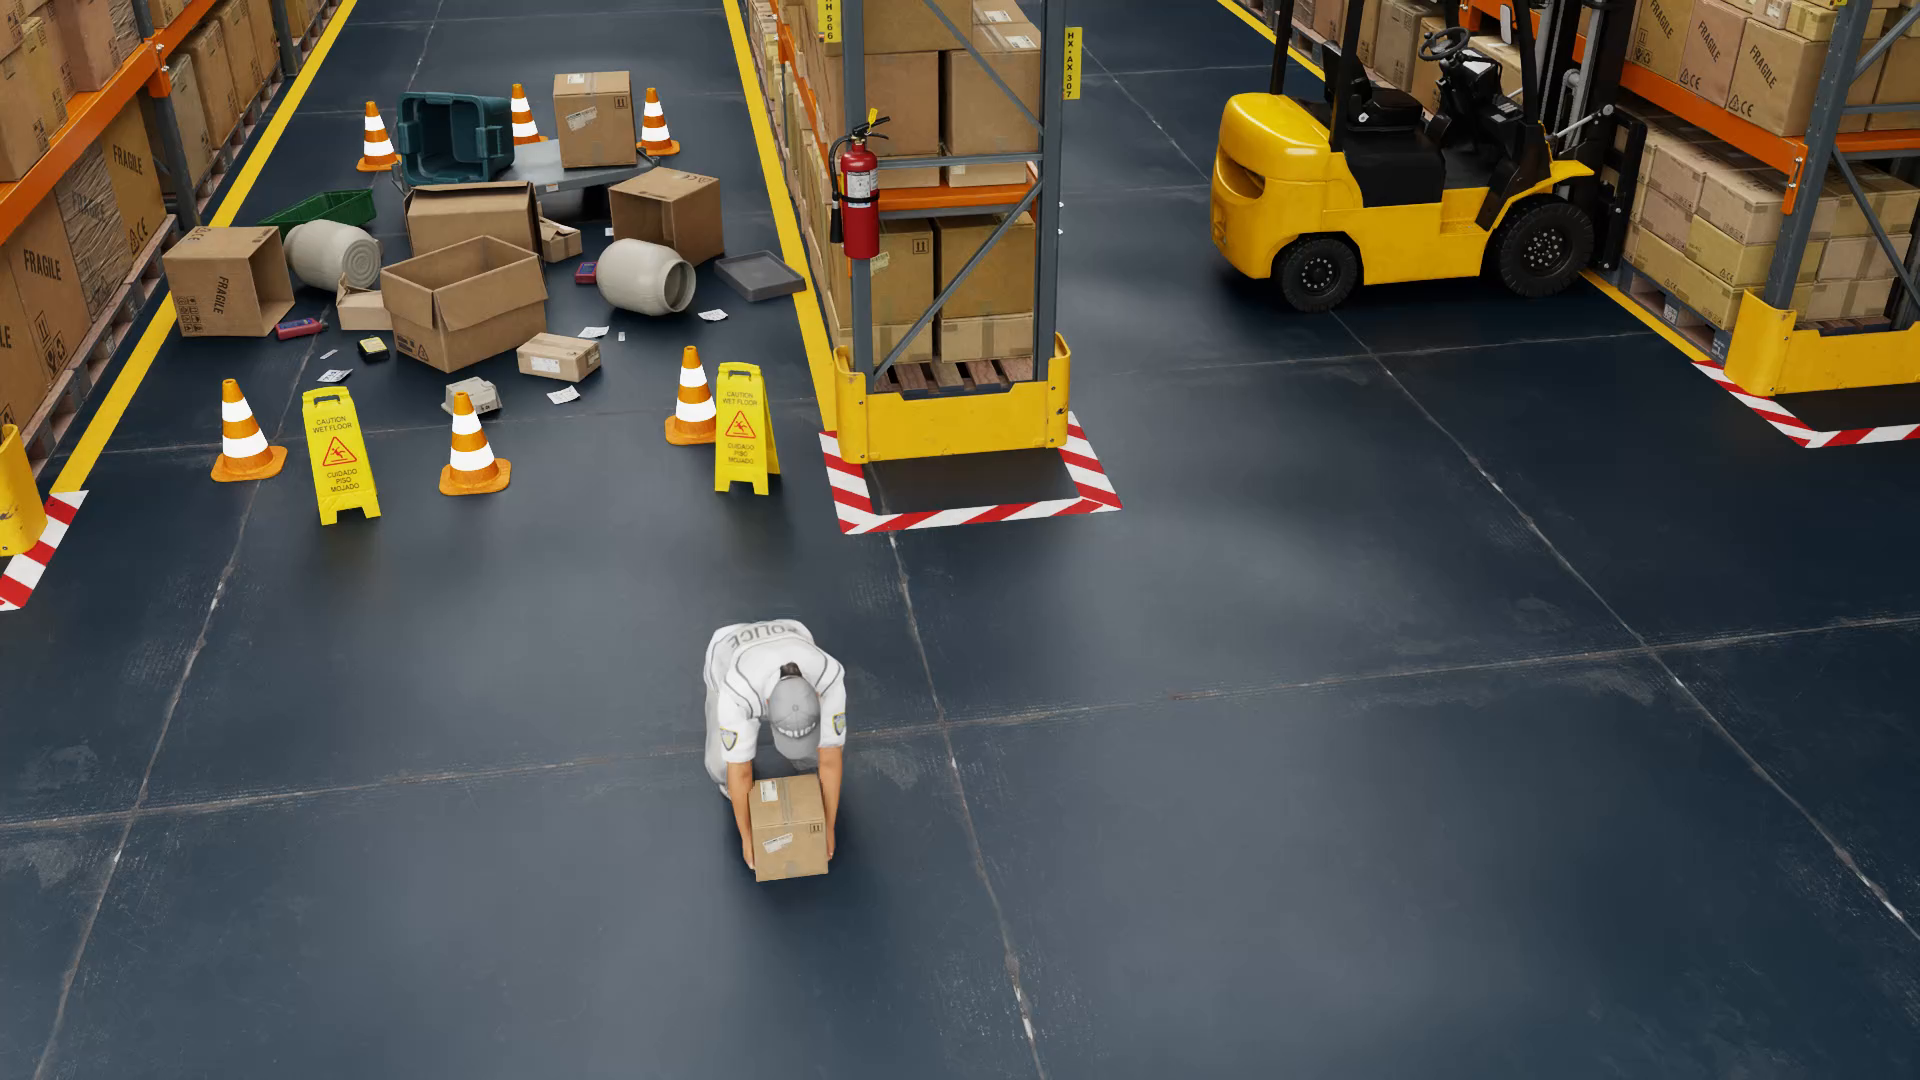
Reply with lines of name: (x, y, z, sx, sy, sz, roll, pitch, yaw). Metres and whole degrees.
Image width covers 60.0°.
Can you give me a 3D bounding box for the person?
person: (-0.671, 0.648, 5.976, 0.514, 0.808, 0.886, -5, 31, -9)
